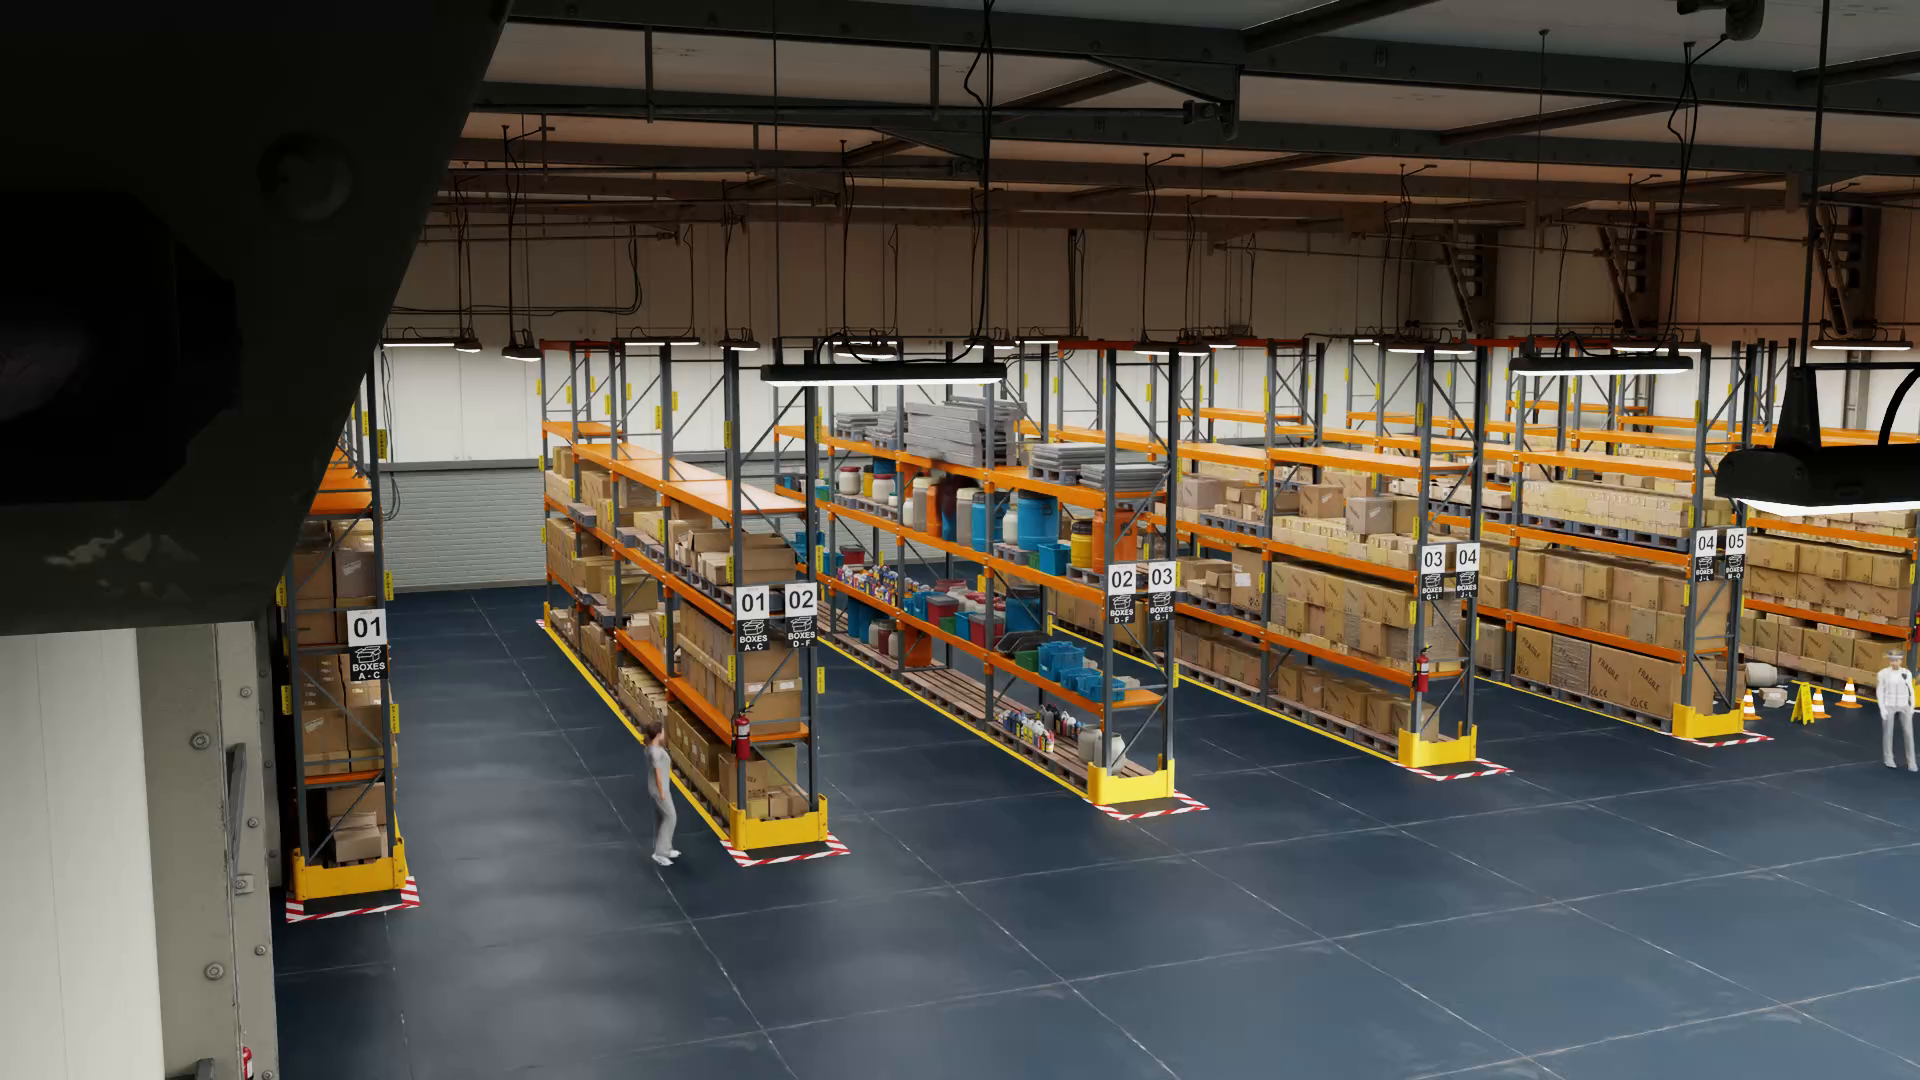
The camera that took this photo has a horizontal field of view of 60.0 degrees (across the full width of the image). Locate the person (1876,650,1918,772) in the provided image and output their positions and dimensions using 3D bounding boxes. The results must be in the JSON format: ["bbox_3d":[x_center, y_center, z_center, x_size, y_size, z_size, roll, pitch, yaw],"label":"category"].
[{"bbox_3d":[13.408,2.416,23.767,0.577,1.697,0.413,3,8,20],"label":"person"}]

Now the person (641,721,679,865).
[{"bbox_3d":[-3.545,2.986,19.676,0.419,1.716,0.528,-2,8,-13],"label":"person"}]

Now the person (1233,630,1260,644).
[{"bbox_3d":[5.565,1.379,32.018,0.617,1.609,0.940,-2,8,-18],"label":"person"}]
